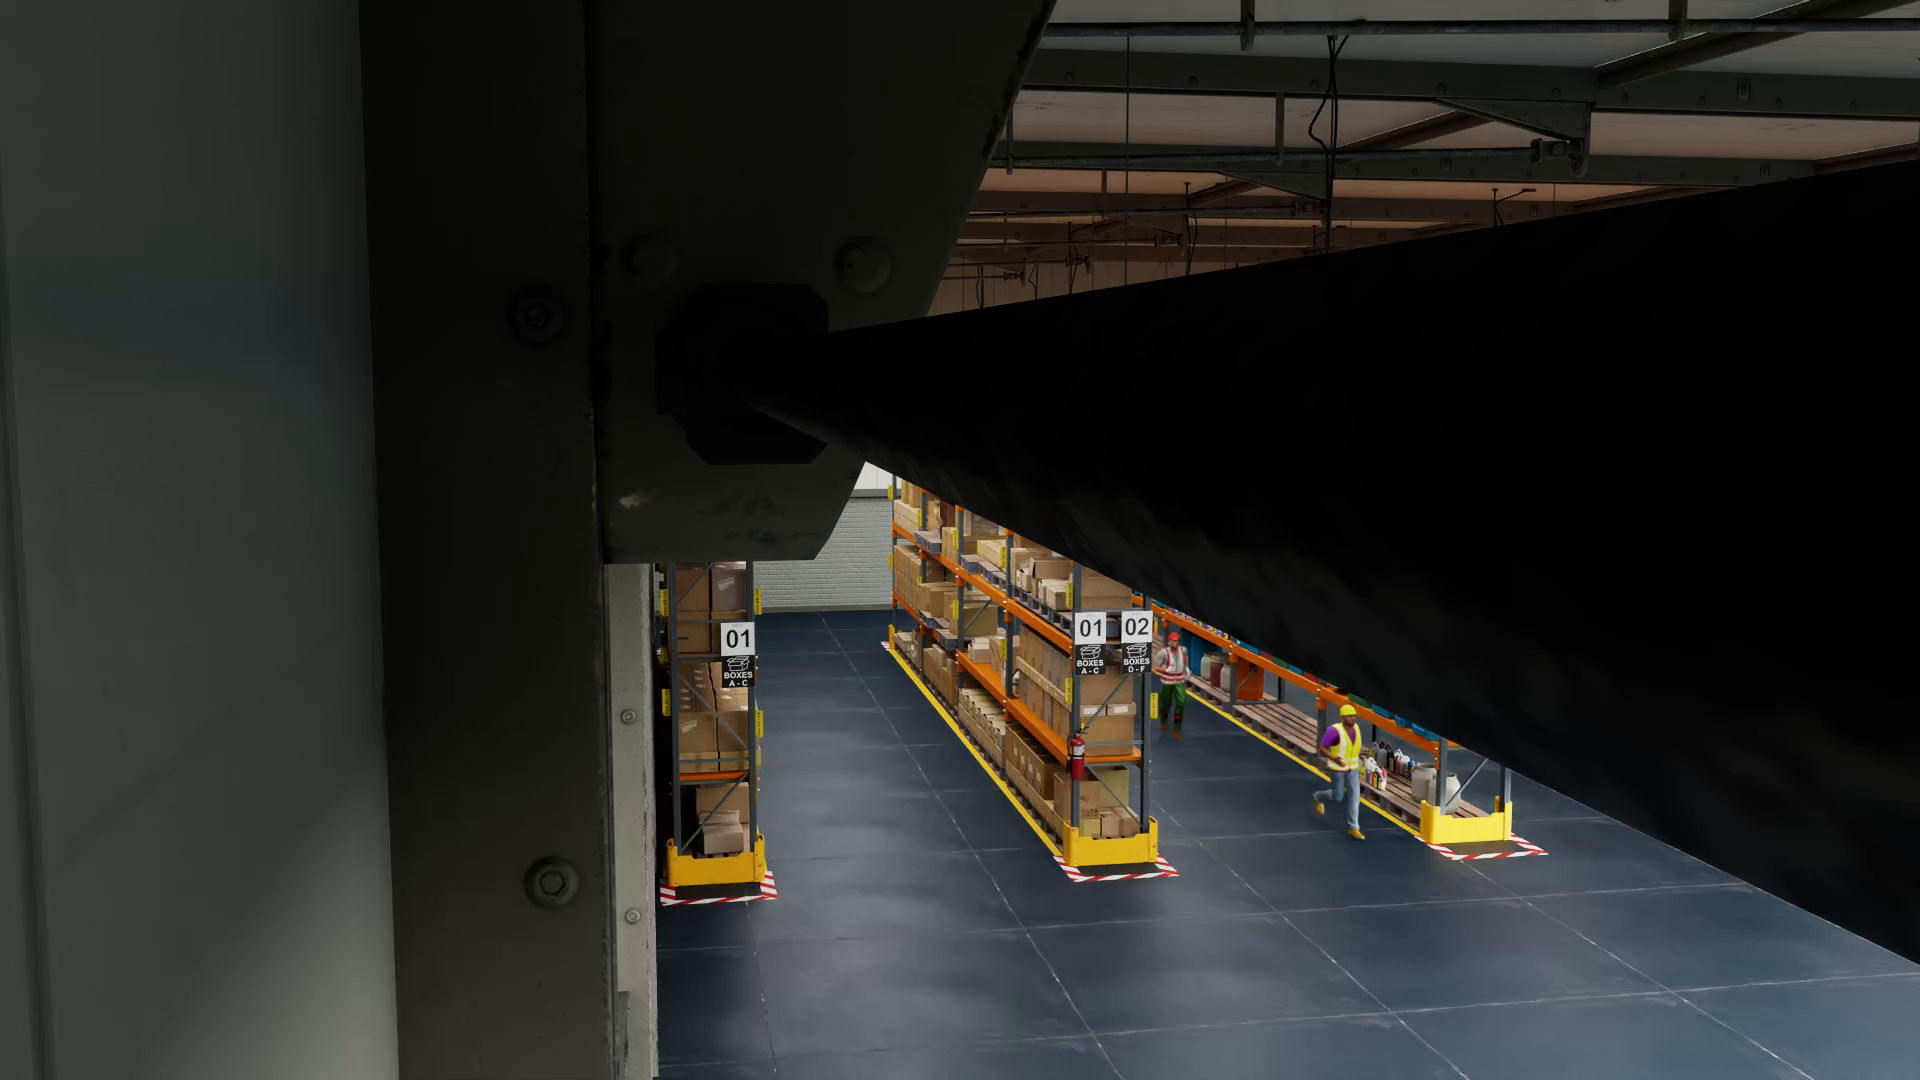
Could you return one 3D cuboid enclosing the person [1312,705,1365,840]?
[{"bbox_3d":[5.138,3.057,22.294,0.703,1.740,1.031,-3,7,-23],"label":"person"}]

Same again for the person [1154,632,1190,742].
[{"bbox_3d":[3.559,2.429,27.971,0.693,1.825,0.895,-1,6,-13],"label":"person"}]
